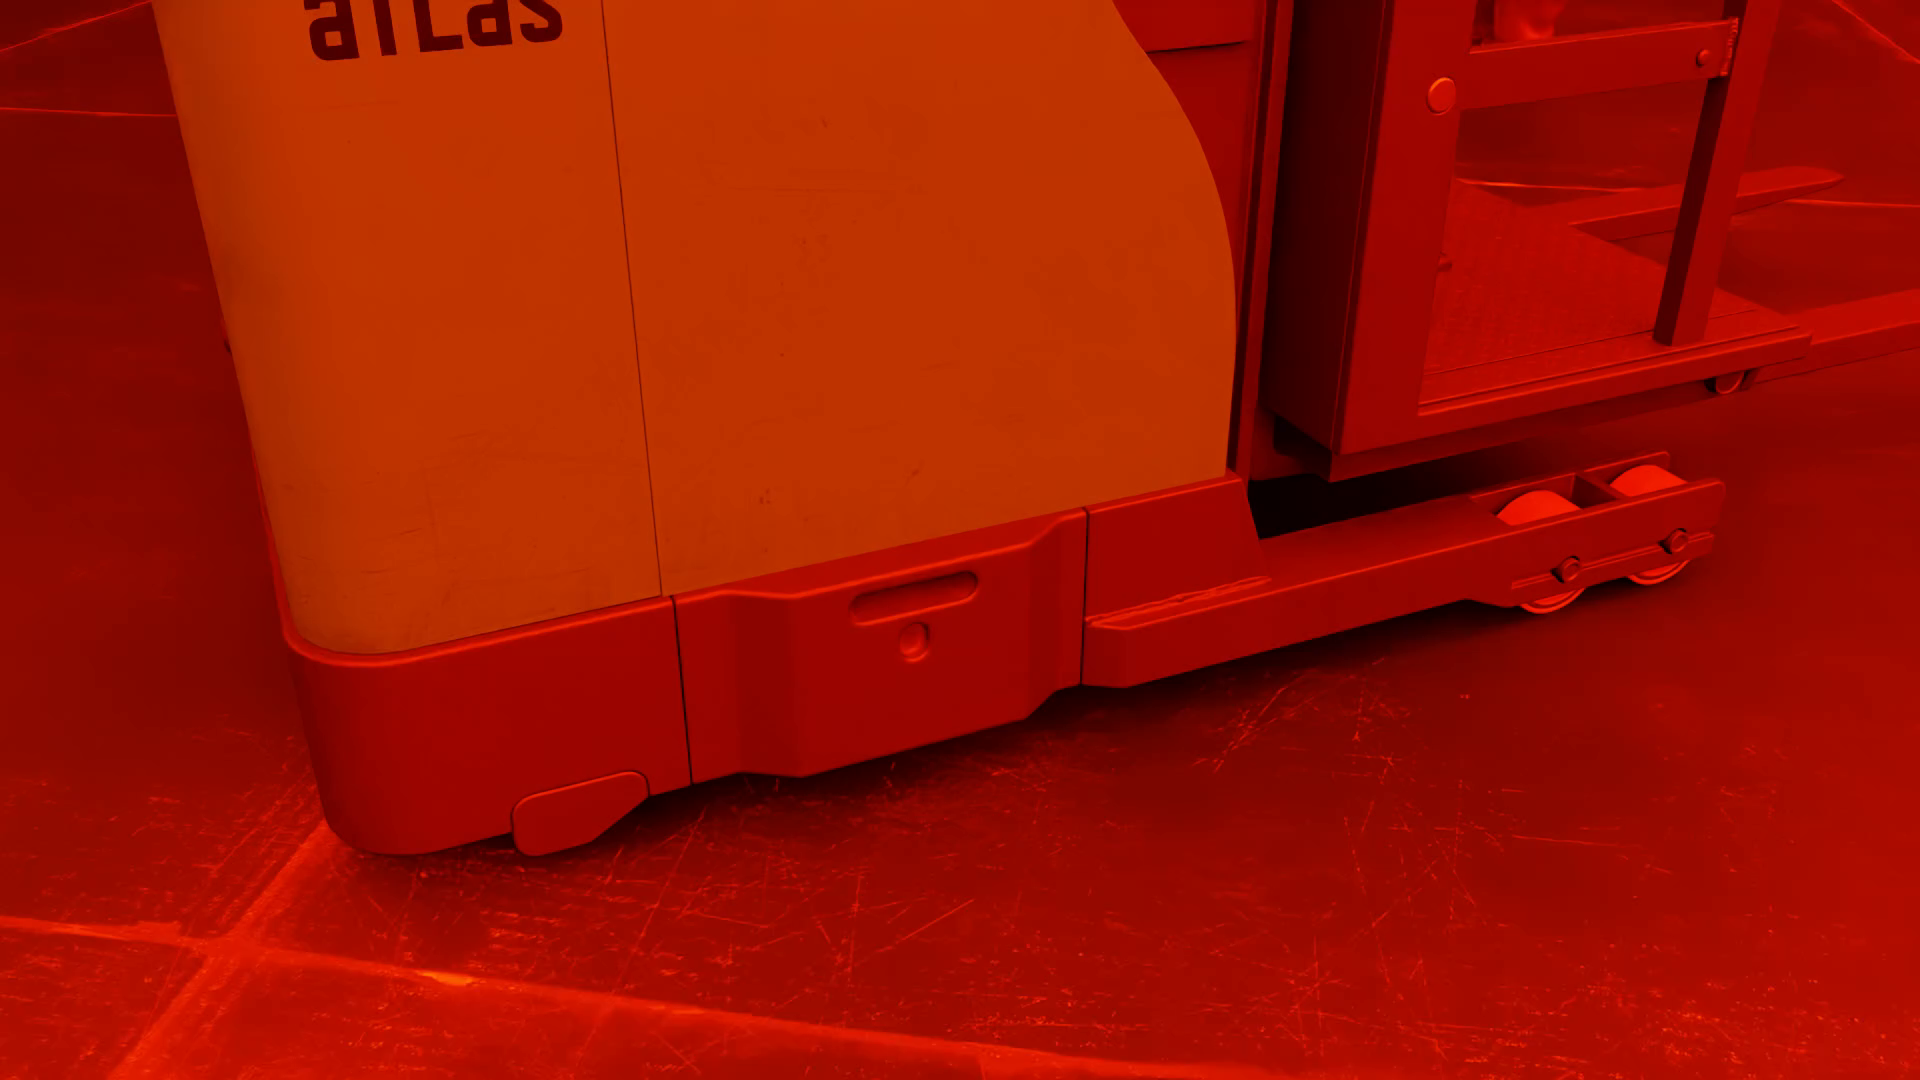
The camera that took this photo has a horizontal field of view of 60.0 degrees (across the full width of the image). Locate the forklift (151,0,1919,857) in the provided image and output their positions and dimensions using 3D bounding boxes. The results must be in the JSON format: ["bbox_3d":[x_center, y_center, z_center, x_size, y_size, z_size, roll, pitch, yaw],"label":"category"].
[{"bbox_3d":[0.524,-1.401,2.005,3.031,2.935,1.130,-12,31,-21],"label":"forklift"}]

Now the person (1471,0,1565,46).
[{"bbox_3d":[1.730,-2.167,4.699,0.644,1.731,0.829,8,30,15],"label":"person"}]
